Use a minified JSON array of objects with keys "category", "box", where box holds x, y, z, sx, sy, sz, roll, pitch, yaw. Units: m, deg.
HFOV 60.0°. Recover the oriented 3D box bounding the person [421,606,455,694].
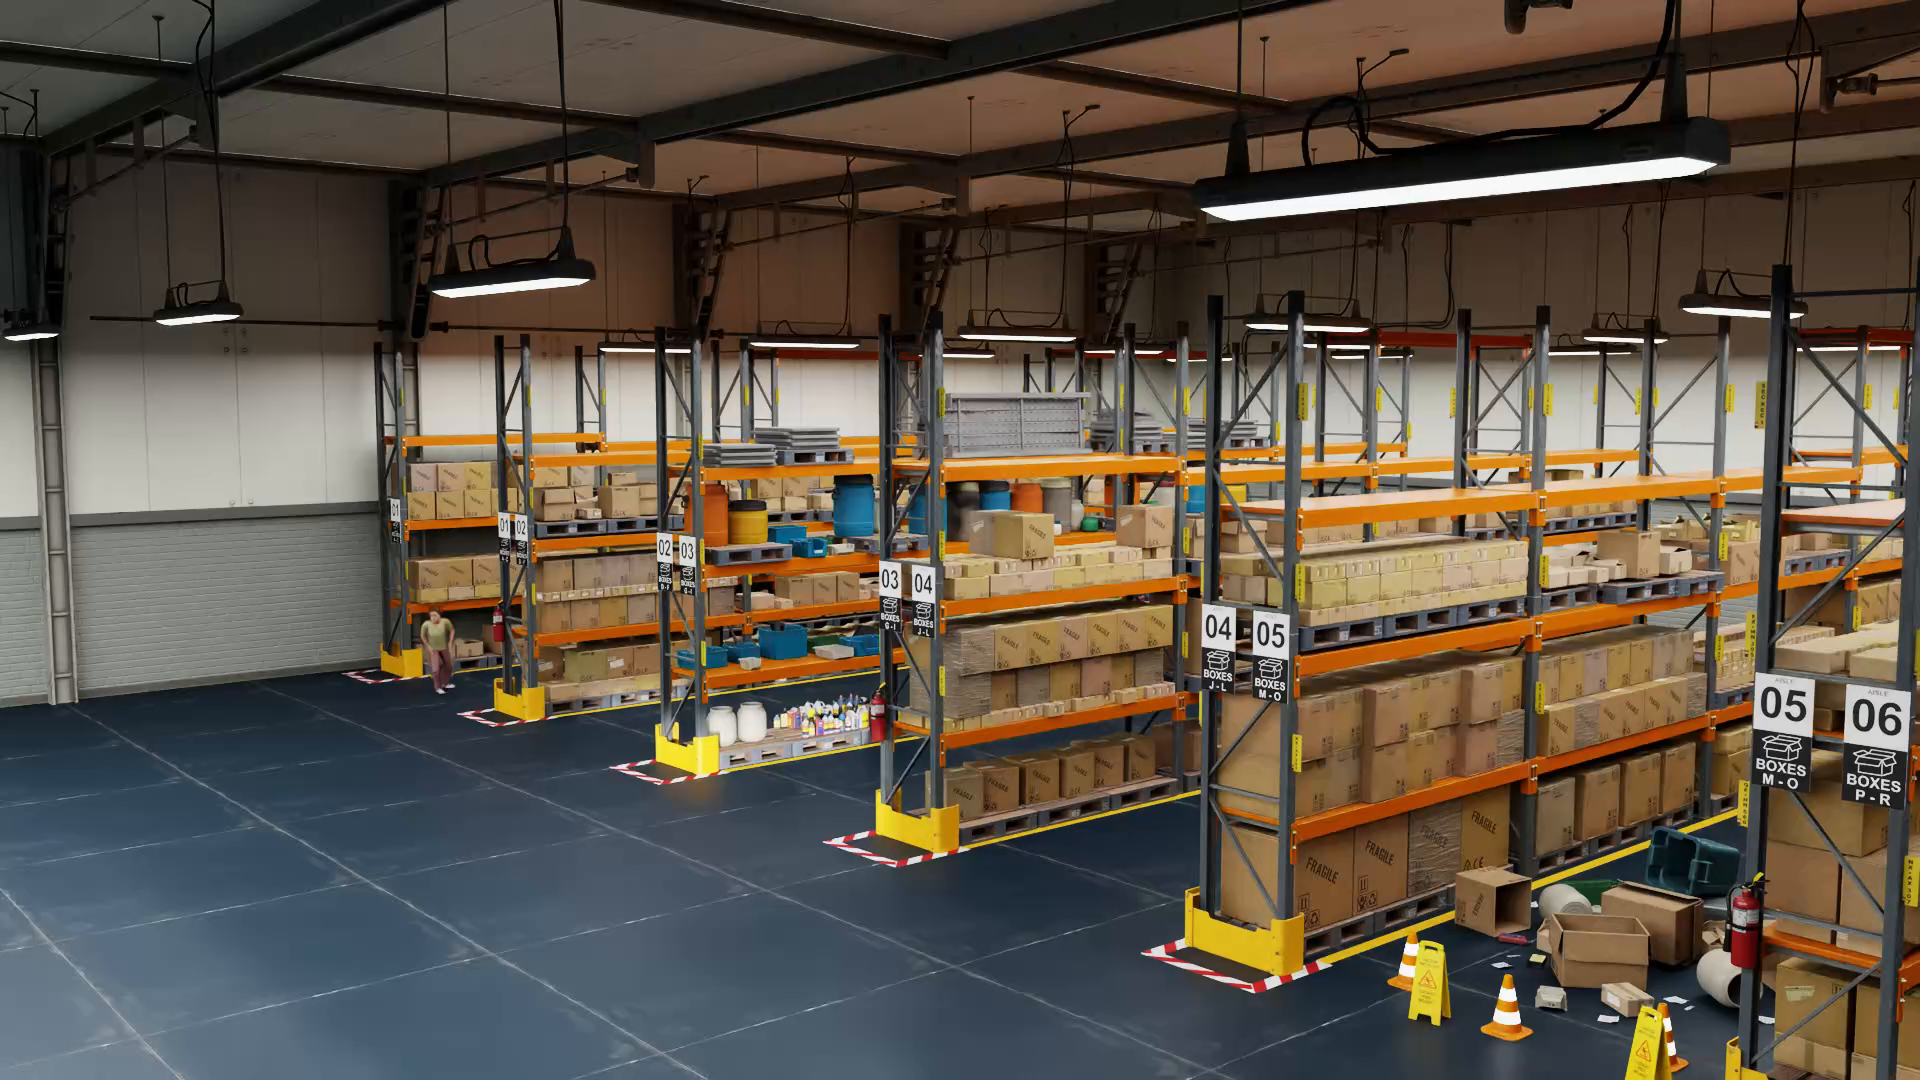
[{"category":"person","box":[-8.830,1.845,28.141,0.603,1.528,0.807,-3,6,-29]}]
